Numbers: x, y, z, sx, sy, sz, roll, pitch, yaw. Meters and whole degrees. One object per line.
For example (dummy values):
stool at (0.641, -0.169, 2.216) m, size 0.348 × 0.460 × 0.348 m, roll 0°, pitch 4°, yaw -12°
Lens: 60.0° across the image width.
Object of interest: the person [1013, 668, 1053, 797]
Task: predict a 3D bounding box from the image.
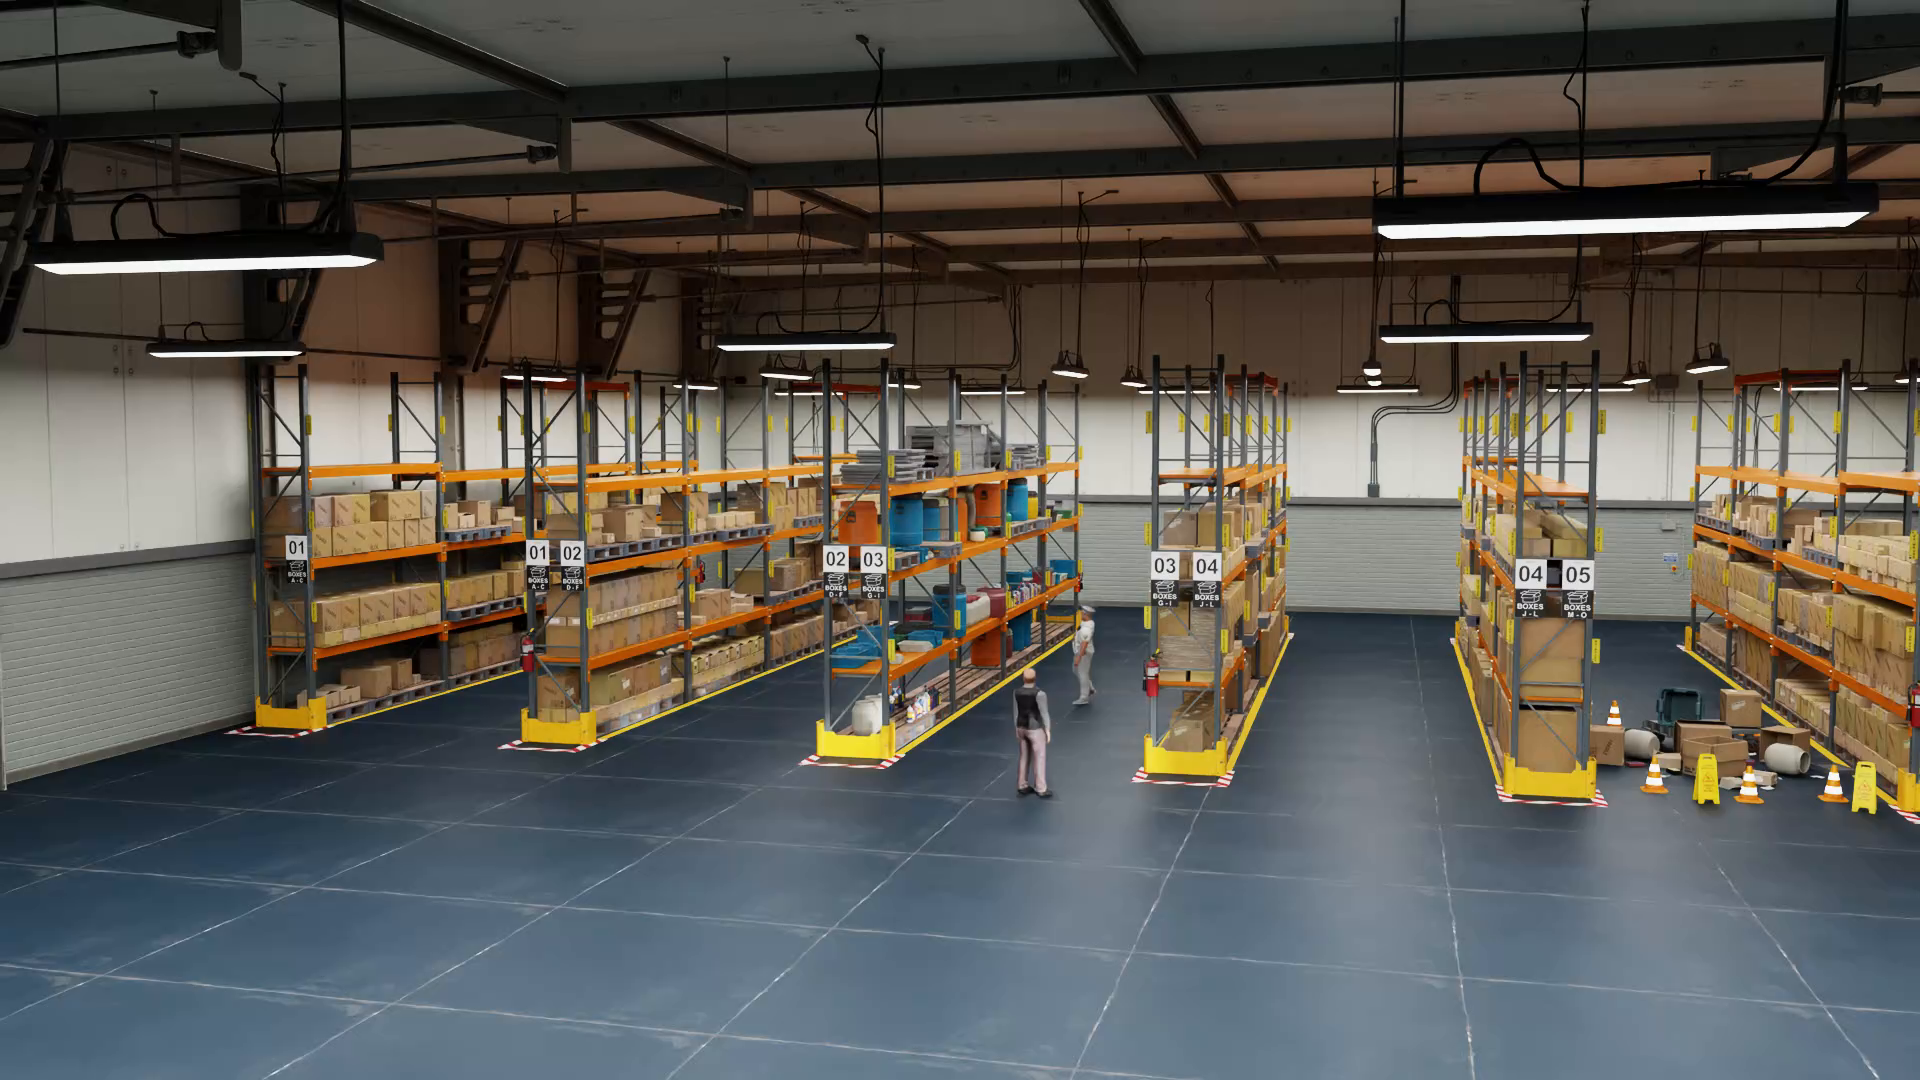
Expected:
person at (0.993, 2.590, 22.529) m, size 0.447 × 1.726 × 0.539 m, roll -3°, pitch 5°, yaw -38°

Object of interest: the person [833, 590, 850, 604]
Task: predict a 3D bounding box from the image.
person at (-3.132, 1.161, 43.009) m, size 0.511 × 1.772 × 0.608 m, roll 2°, pitch 4°, yaw 28°

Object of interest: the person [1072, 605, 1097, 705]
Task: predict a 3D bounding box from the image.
person at (2.239, 2.053, 29.916) m, size 0.475 × 1.772 × 0.645 m, roll 0°, pitch 4°, yaw -1°
